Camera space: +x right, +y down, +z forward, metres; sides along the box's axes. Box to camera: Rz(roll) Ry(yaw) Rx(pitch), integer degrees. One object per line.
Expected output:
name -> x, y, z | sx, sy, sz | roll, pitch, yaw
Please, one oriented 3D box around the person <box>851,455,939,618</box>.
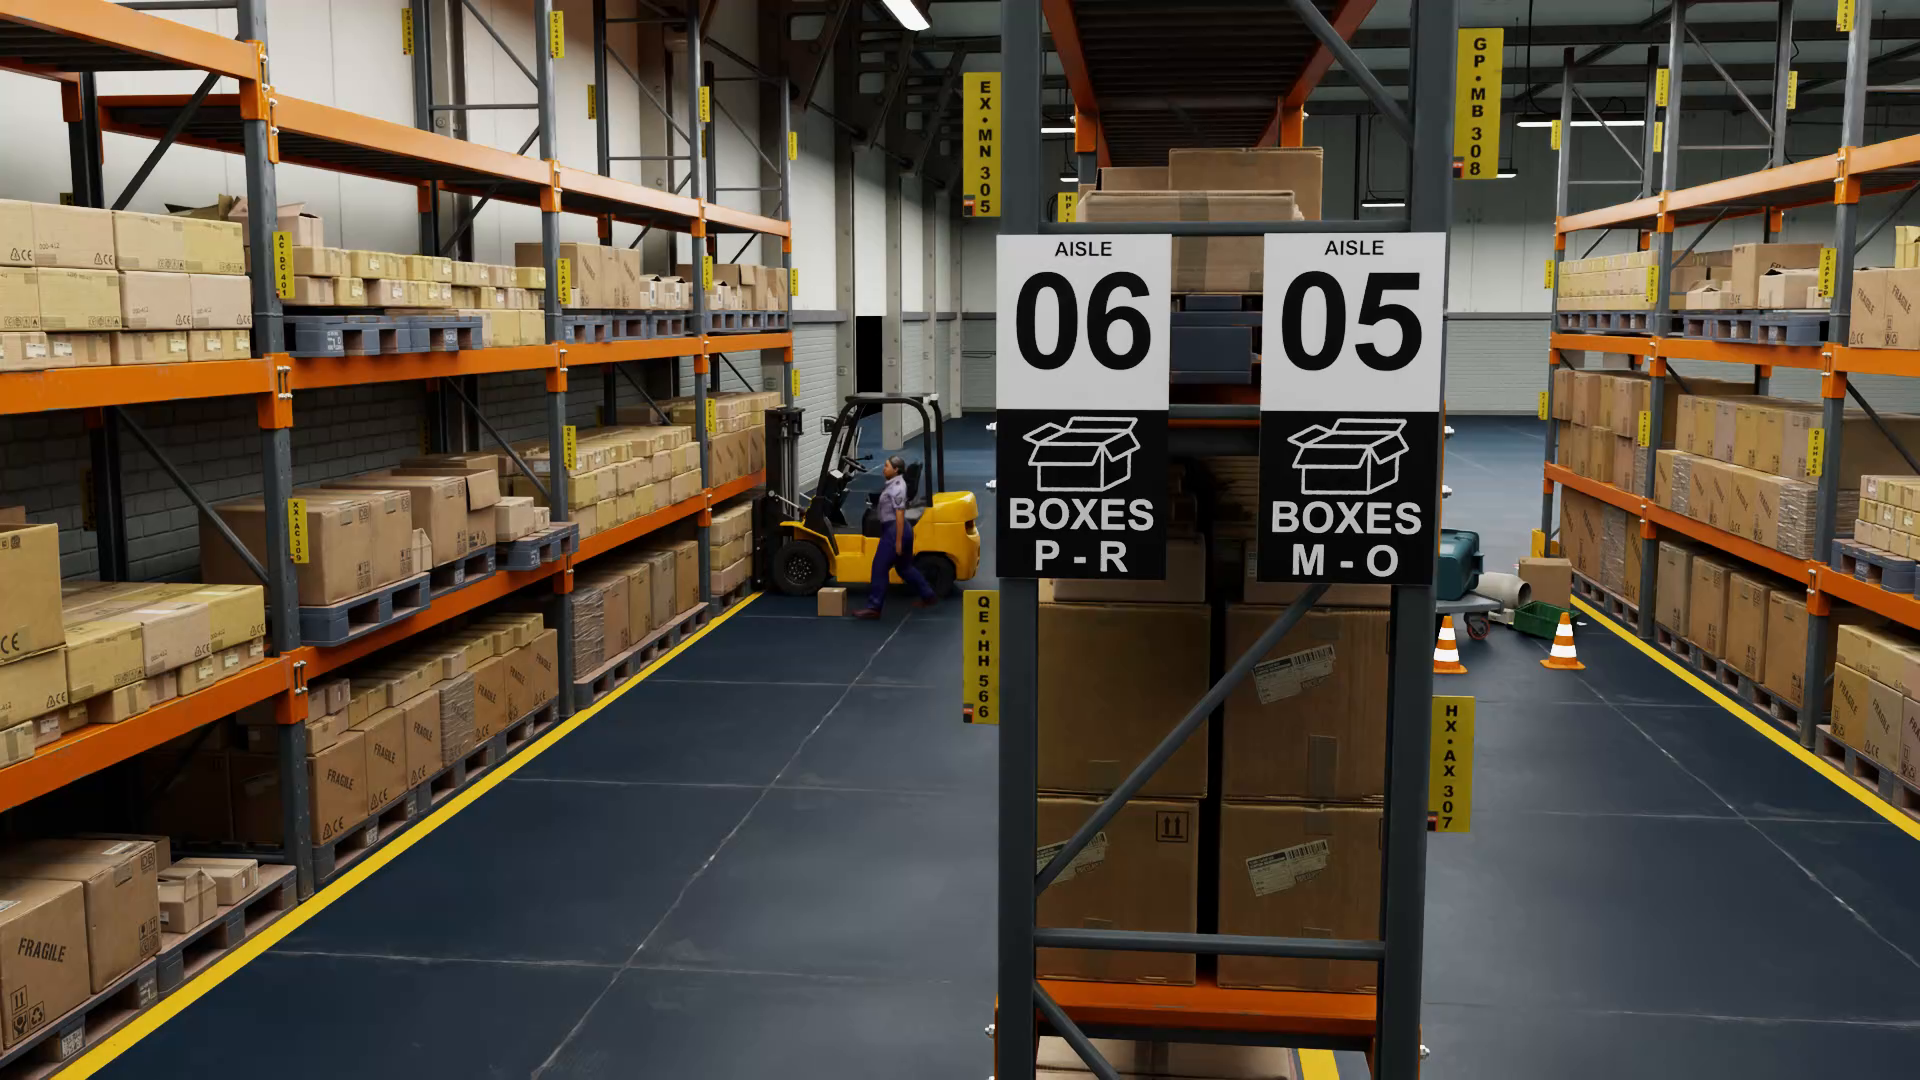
person -> -0.650, -0.050, 16.671 | 0.872, 1.611, 0.537 | 0, 8, 1
